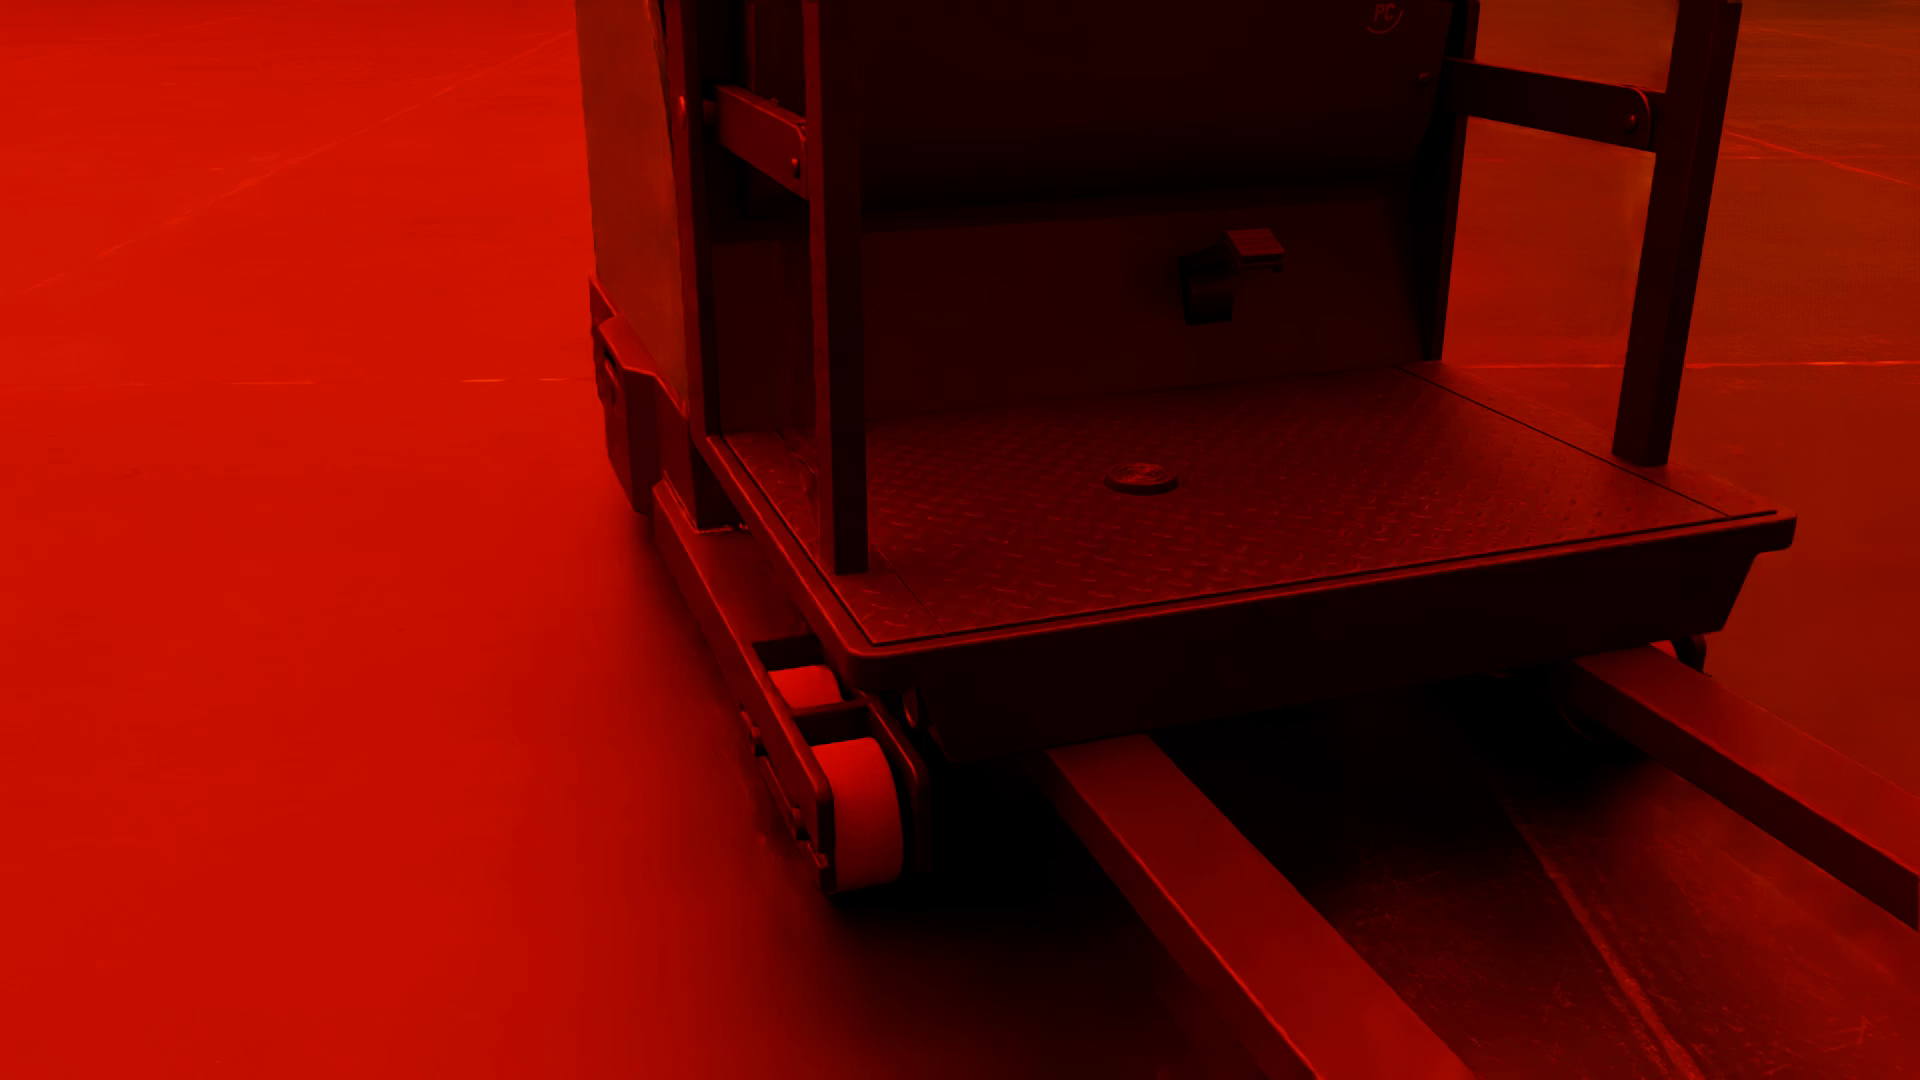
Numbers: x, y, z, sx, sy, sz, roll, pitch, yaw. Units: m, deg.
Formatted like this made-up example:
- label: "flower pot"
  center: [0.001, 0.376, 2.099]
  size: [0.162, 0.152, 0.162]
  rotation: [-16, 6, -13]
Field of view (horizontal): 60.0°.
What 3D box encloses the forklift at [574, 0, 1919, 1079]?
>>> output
- label: "forklift"
  center: [0.259, -1.155, 1.669]
  size: [1.130, 2.935, 3.031]
  rotation: [-7, 23, -18]
